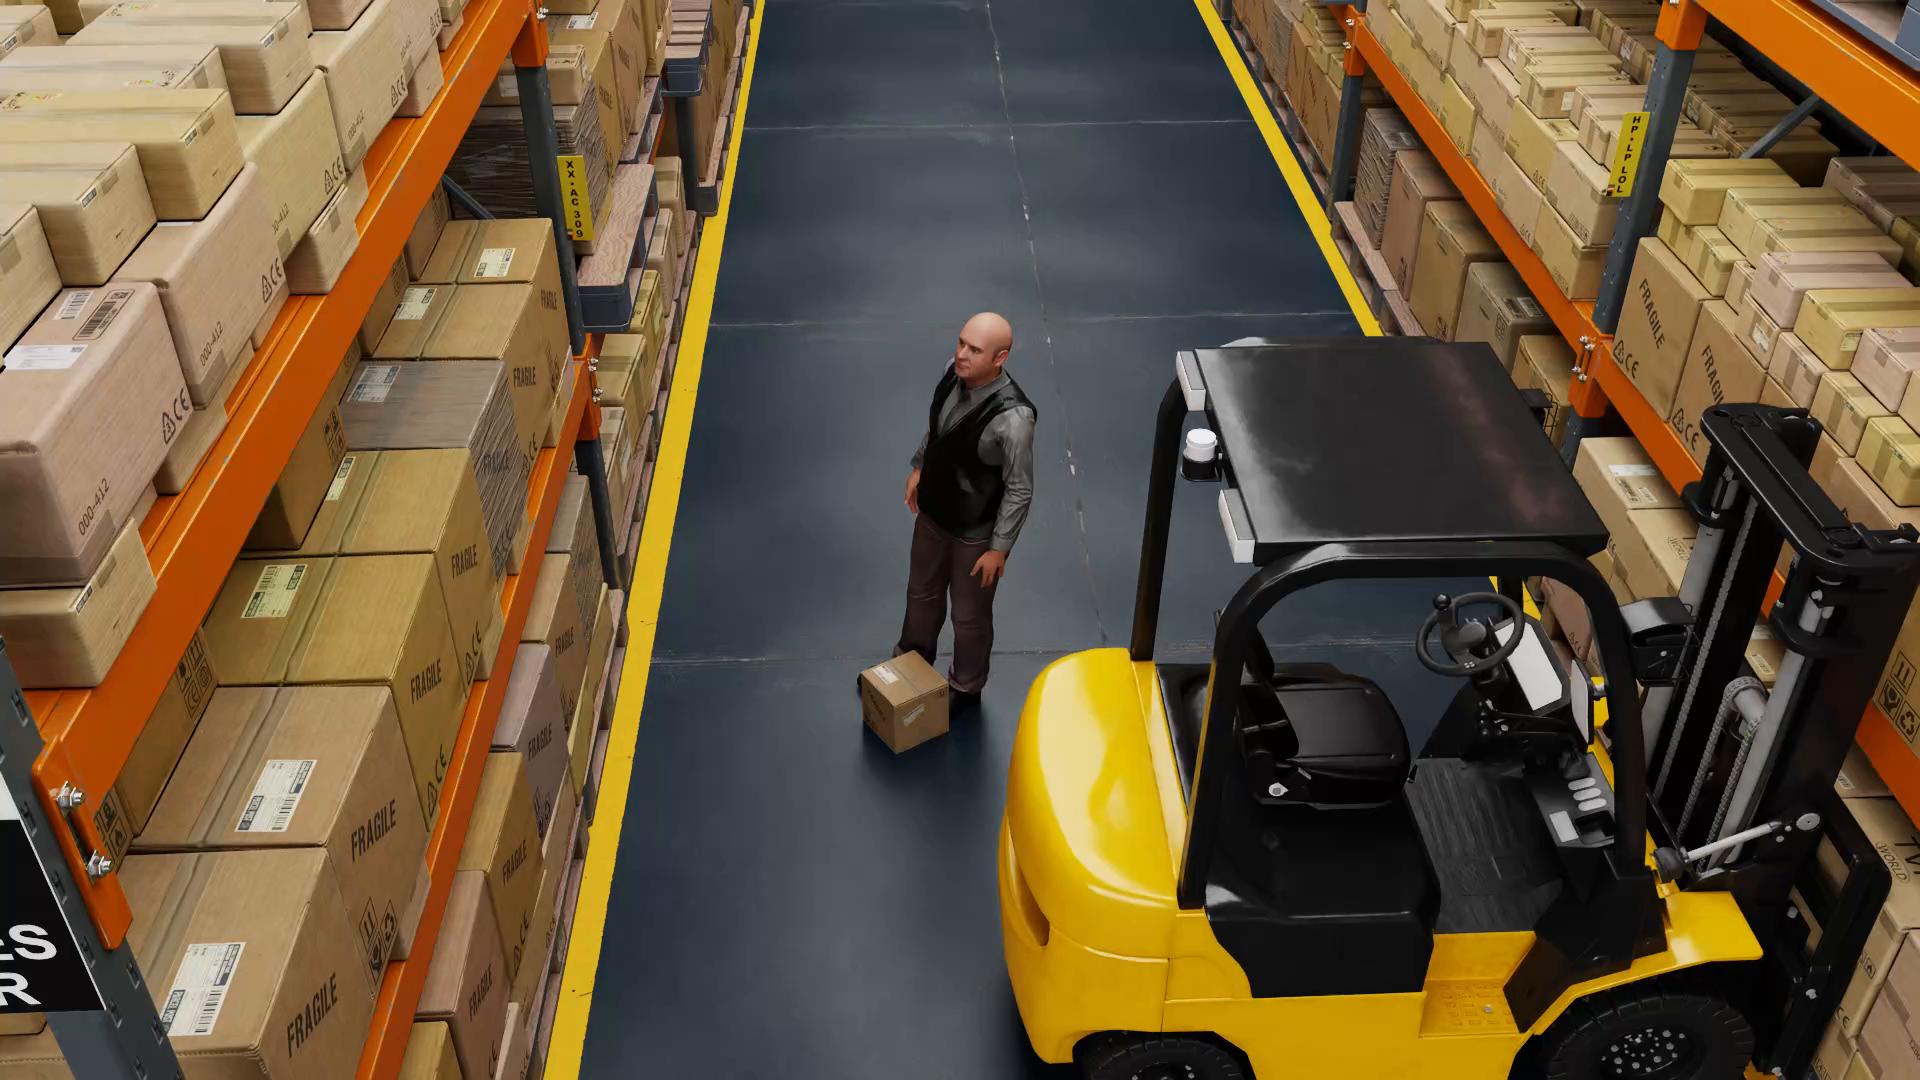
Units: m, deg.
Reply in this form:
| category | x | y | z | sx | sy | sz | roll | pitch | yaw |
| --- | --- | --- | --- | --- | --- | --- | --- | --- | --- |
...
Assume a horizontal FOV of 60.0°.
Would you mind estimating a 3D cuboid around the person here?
| category | x | y | z | sx | sy | sz | roll | pitch | yaw |
| --- | --- | --- | --- | --- | --- | --- | --- | --- | --- |
| person | -0.038 | -0.058 | 6.233 | 0.567 | 1.721 | 0.633 | -20 | 39 | -26 |
